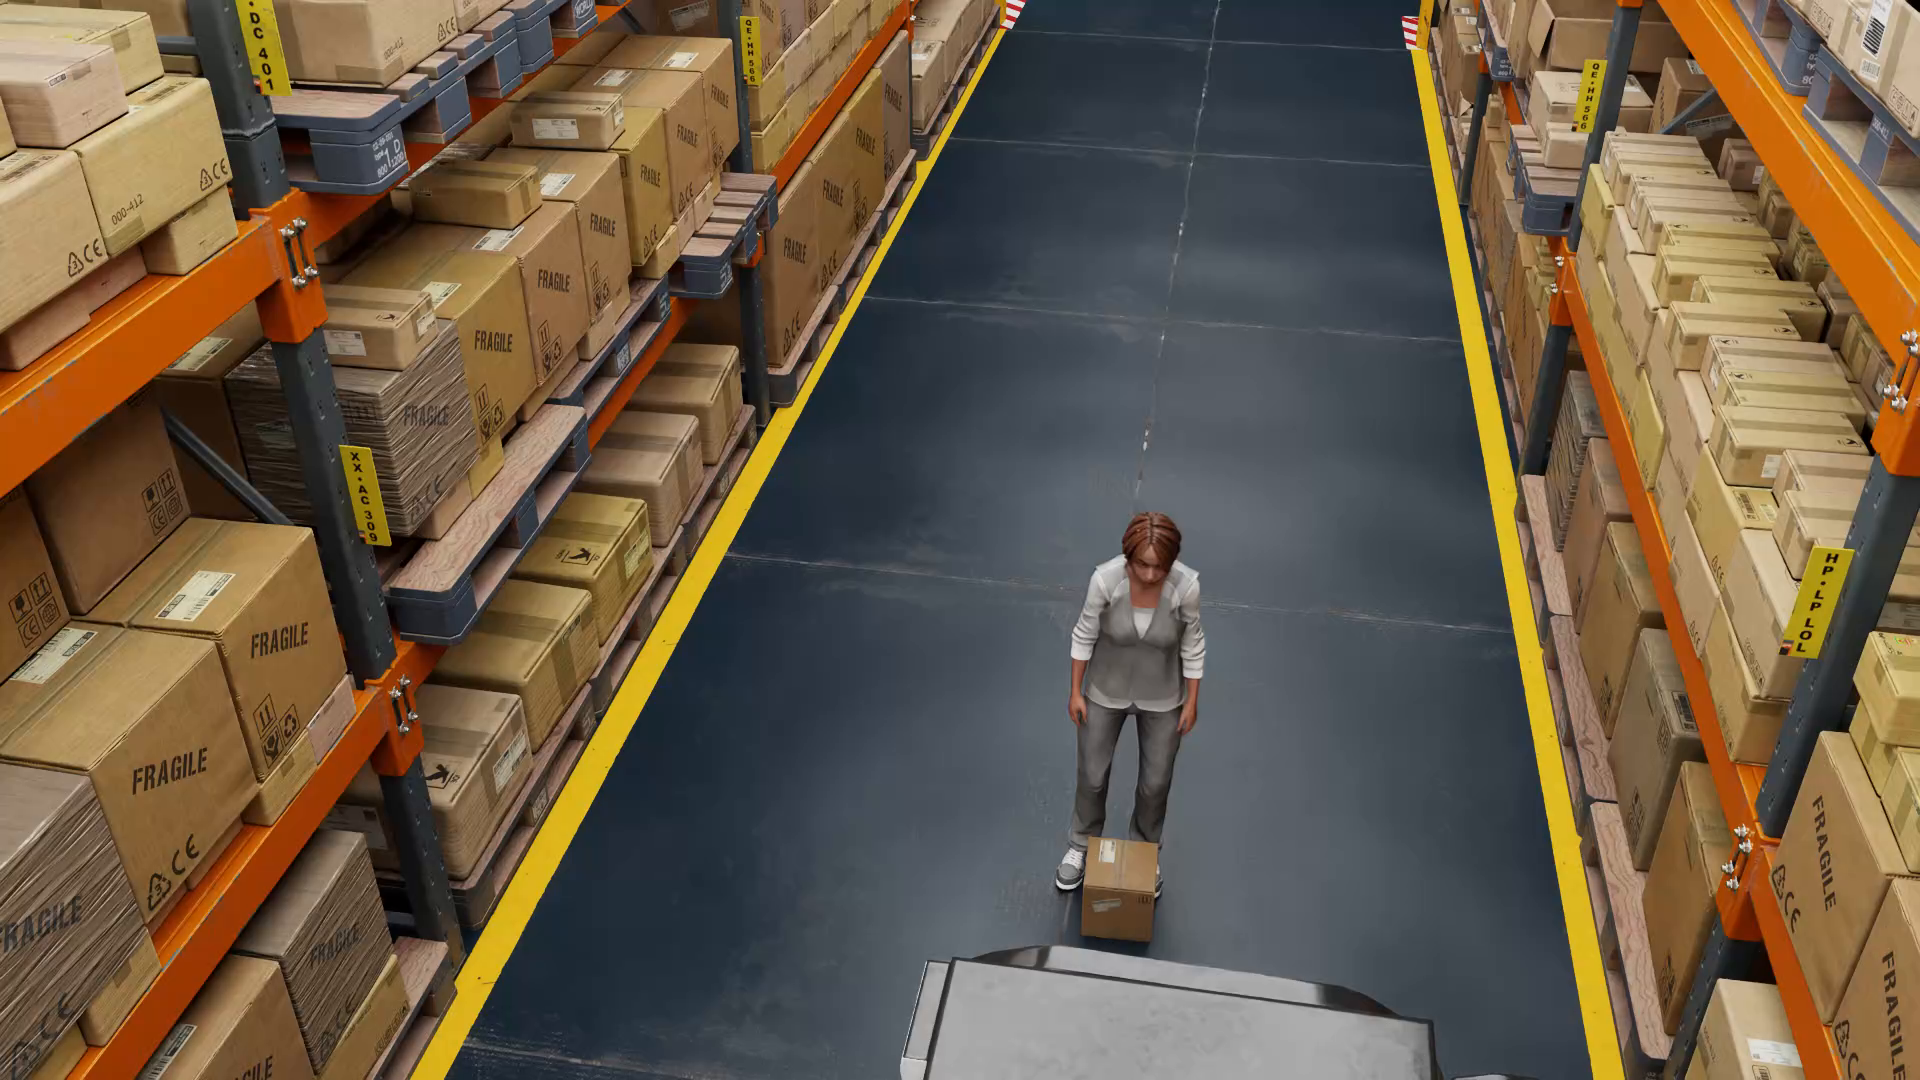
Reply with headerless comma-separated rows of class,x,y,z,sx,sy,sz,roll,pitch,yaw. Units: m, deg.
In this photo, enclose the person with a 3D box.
person,0.601,0.559,5.785,0.472,1.590,0.347,4,33,6
